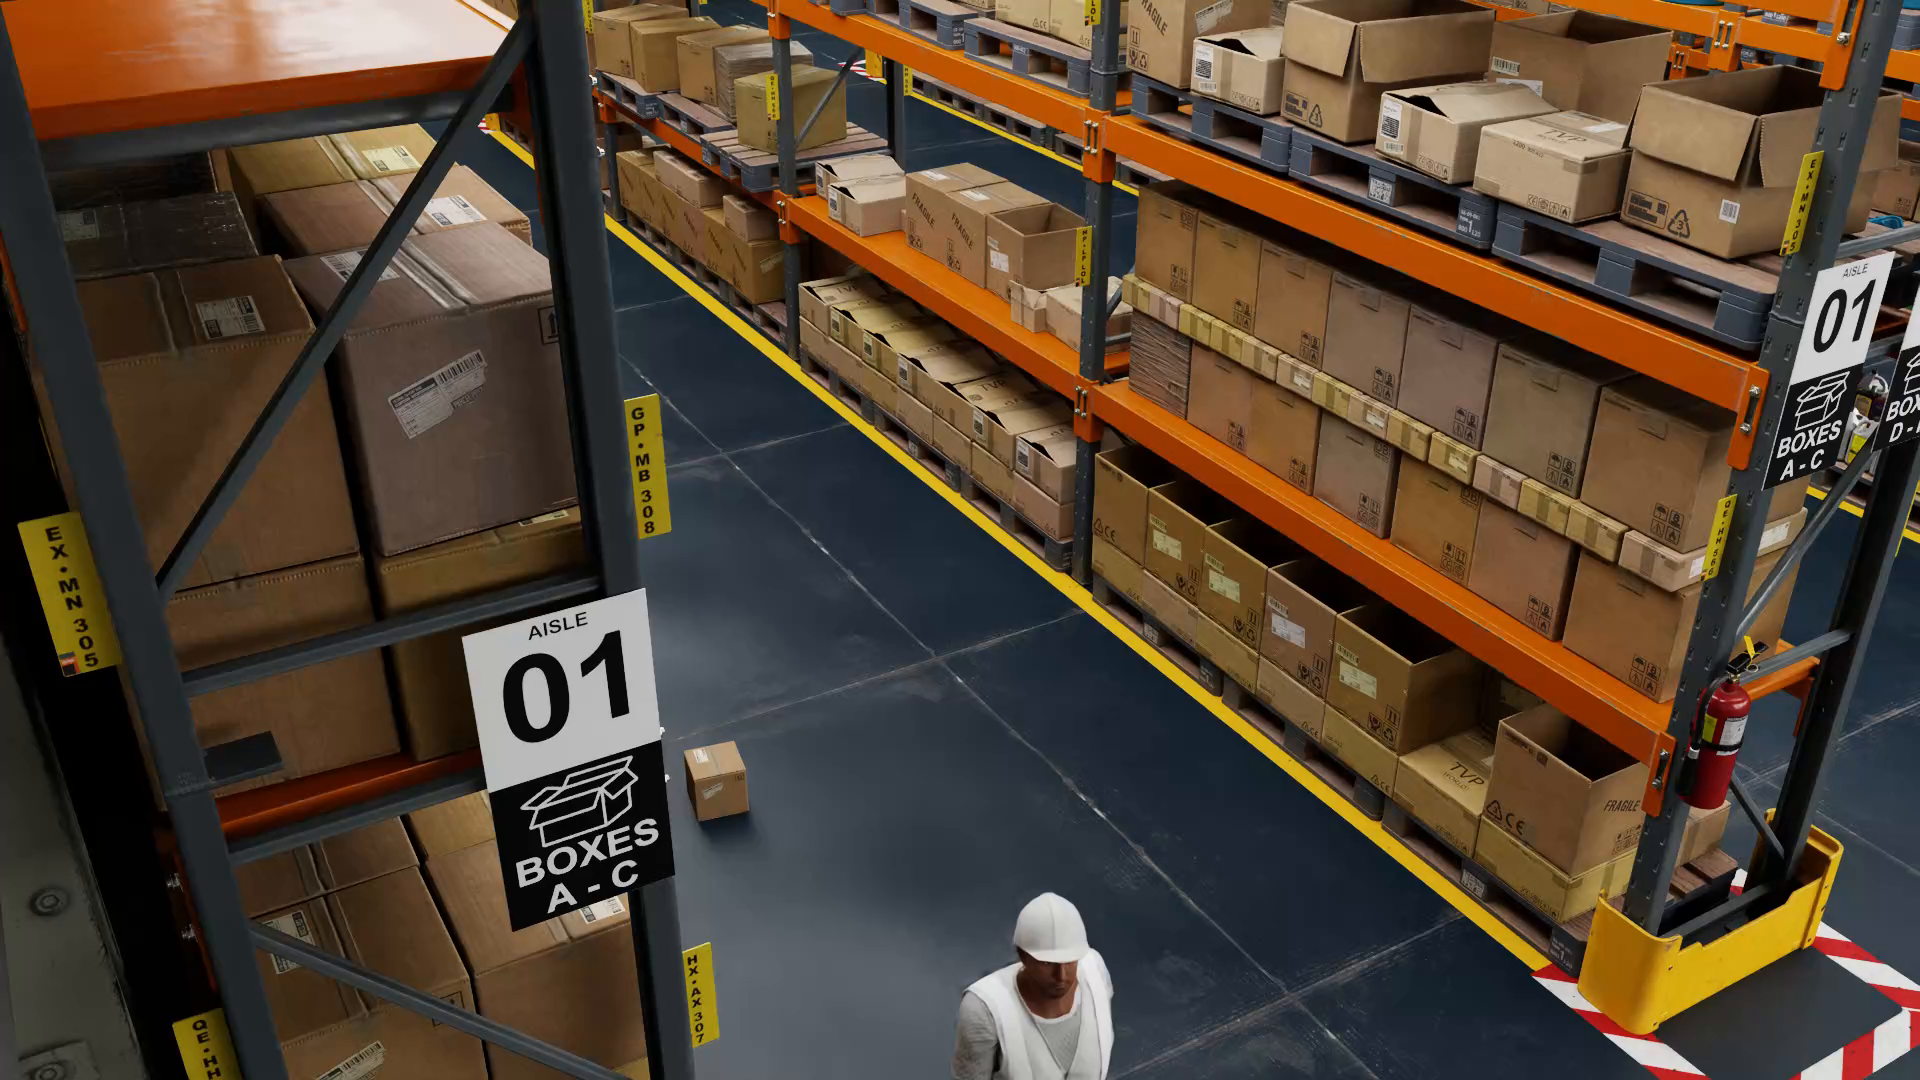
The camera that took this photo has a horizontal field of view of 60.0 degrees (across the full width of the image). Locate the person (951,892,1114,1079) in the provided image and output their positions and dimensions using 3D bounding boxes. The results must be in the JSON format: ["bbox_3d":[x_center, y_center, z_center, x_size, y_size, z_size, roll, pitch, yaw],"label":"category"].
[{"bbox_3d":[0.244,1.852,5.182,0.573,1.747,1.043,-9,30,-16],"label":"person"}]
